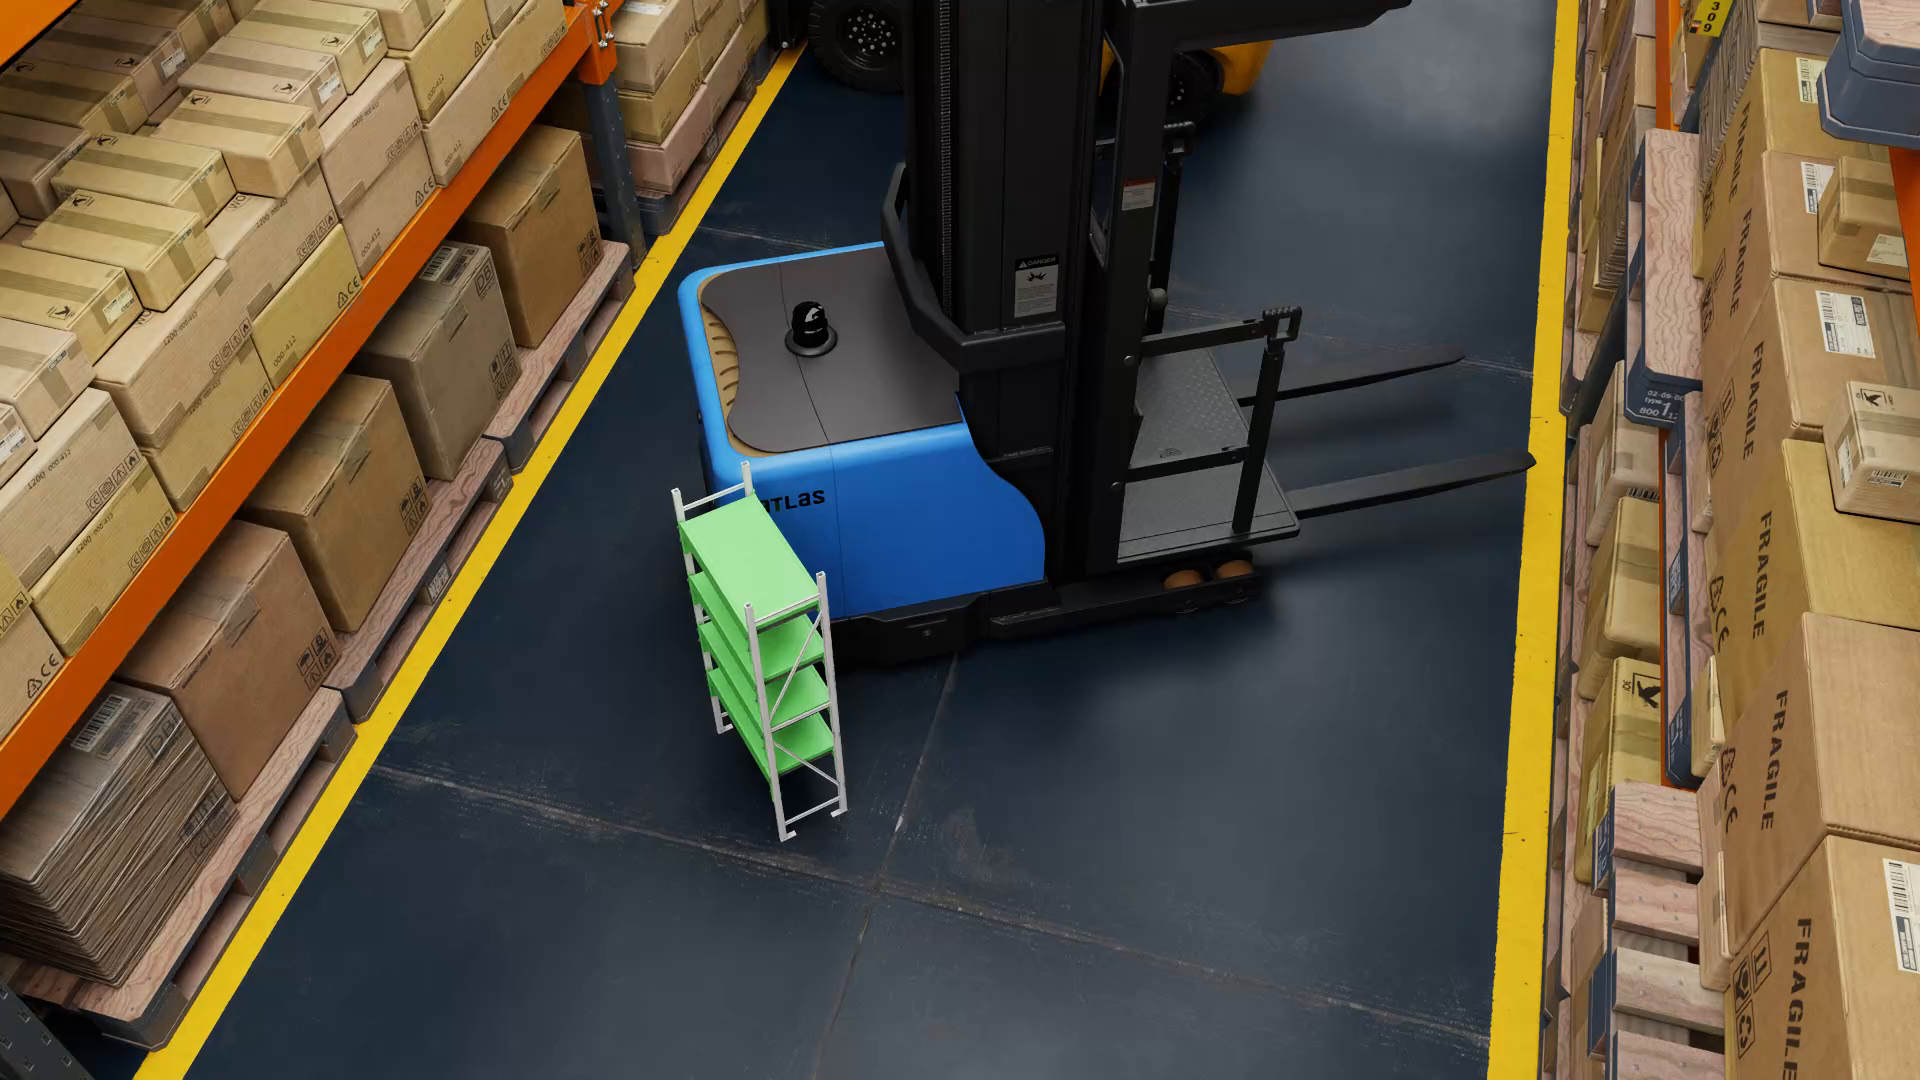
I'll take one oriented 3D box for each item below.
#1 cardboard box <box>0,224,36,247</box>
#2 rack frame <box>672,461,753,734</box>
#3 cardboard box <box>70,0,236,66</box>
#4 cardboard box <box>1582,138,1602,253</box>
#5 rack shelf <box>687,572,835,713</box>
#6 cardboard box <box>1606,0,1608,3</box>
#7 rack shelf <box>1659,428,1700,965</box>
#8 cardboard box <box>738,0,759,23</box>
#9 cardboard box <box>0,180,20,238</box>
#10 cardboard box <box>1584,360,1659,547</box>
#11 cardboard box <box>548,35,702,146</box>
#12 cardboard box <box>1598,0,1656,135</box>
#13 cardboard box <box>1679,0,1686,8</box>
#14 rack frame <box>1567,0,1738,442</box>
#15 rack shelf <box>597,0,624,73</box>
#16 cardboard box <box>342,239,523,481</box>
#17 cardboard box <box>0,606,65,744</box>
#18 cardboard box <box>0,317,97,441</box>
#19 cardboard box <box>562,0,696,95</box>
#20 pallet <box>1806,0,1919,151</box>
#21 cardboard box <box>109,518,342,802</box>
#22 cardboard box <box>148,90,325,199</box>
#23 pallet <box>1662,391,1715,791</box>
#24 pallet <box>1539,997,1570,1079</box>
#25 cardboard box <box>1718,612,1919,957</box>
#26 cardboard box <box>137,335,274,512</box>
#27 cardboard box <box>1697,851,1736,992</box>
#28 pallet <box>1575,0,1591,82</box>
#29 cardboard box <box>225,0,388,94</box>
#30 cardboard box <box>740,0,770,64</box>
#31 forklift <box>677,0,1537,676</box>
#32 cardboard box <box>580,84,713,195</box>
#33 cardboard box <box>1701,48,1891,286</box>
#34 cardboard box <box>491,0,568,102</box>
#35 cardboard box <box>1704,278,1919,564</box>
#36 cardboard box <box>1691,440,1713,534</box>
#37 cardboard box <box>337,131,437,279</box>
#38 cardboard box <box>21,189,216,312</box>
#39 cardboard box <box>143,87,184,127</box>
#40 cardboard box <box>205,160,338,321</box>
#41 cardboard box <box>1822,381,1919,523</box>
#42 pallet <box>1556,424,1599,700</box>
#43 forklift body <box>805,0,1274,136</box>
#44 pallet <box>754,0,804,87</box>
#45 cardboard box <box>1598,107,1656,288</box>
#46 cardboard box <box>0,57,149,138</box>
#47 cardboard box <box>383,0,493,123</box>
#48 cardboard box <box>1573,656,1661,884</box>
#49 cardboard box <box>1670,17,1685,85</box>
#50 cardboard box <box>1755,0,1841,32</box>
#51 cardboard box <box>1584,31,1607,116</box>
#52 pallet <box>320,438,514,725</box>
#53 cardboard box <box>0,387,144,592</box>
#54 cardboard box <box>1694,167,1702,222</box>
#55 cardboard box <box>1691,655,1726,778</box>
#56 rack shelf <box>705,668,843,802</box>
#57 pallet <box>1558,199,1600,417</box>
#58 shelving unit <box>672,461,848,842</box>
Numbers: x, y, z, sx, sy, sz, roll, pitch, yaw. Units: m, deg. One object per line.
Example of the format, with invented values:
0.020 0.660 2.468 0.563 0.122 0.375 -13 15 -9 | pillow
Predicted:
-2.818 -0.646 4.586 0.500 0.250 0.500 11 50 10 | cardboard box
-0.721 0.215 5.260 0.240 1.200 0.015 -23 53 -19 | rack frame
-2.508 -1.620 5.180 0.380 0.149 0.250 12 50 10 | cardboard box
2.933 -1.432 7.067 0.500 0.250 0.500 10 49 9 | cardboard box
-0.599 0.257 4.988 0.258 0.148 0.480 -23 53 -19 | rack shelf
3.341 -2.781 7.757 0.500 0.500 0.500 10 49 9 | cardboard box
2.380 0.349 4.421 1.077 0.370 4.000 12 50 10 | rack shelf
-1.184 -2.722 7.872 0.500 0.250 0.500 11 50 10 | cardboard box
-2.831 -0.890 4.536 0.380 0.149 0.250 11 49 9 | cardboard box
2.771 -0.225 5.920 0.950 0.372 0.625 12 50 11 | cardboard box
-1.458 -1.996 7.231 0.500 0.250 0.500 11 50 10 | cardboard box
3.069 -2.031 7.096 0.500 0.500 0.500 14 50 12 | cardboard box
2.912 -2.211 5.936 0.500 0.500 0.500 13 50 11 | cardboard box
2.906 -1.335 5.428 1.000 3.000 0.127 12 50 10 | rack frame
-1.357 -3.521 7.836 1.077 0.370 4.000 12 50 10 | rack shelf
-2.221 -0.726 6.194 0.875 0.625 0.625 11 50 10 | cardboard box
-2.583 0.358 4.033 0.500 0.250 0.500 12 50 10 | cardboard box
-2.399 -0.415 4.116 0.380 0.149 0.250 12 50 10 | cardboard box
-1.453 -2.160 7.043 0.500 0.250 0.500 11 49 9 | cardboard box
2.371 -1.089 3.335 1.213 0.211 1.003 12 50 10 | pallet
-2.594 0.305 5.284 0.875 0.625 0.625 13 50 11 | cardboard box
-2.062 -1.132 4.749 0.380 0.149 0.250 10 49 9 | cardboard box
2.335 0.182 4.217 1.003 0.211 1.213 12 50 10 | pallet
2.061 1.916 4.418 1.003 0.211 1.213 12 50 10 | pallet
1.831 0.528 3.238 0.500 0.500 0.500 11 49 9 | cardboard box
-2.317 -0.379 4.684 0.500 0.250 0.500 10 49 9 | cardboard box
1.737 0.819 3.414 0.380 0.149 0.250 11 50 10 | cardboard box
3.691 -2.670 8.466 1.003 0.211 1.213 12 50 10 | pallet
-1.995 -1.519 5.090 0.380 0.149 0.250 10 49 9 | cardboard box
-1.198 -2.571 8.072 0.500 0.250 0.500 12 50 11 | cardboard box
0.605 -1.081 5.249 3.031 2.935 1.130 -10 49 -9 | forklift
-1.436 -1.826 7.415 0.500 0.250 0.500 12 50 10 | cardboard box
2.375 -0.961 4.552 0.500 0.500 0.500 12 50 10 | cardboard box
-1.763 -1.846 5.979 0.500 0.250 0.500 13 50 11 | cardboard box
2.107 -0.232 3.909 0.500 0.500 0.500 10 49 8 | cardboard box
2.086 -0.116 4.240 0.380 0.149 0.250 13 50 11 | cardboard box
-2.051 -1.129 5.345 0.500 0.250 0.500 12 50 10 | cardboard box
-2.238 -0.775 4.434 0.380 0.149 0.250 13 50 11 | cardboard box
-2.552 -1.381 5.235 0.500 0.250 0.500 10 49 9 | cardboard box
-2.185 -0.919 4.827 0.500 0.250 0.500 12 50 11 | cardboard box
2.012 -0.166 3.418 0.380 0.149 0.250 9 49 8 | cardboard box
2.703 0.151 5.976 1.003 0.211 1.213 12 50 10 | pallet
0.431 -3.193 7.633 2.313 2.155 1.214 12 50 10 | forklift body
-1.314 -2.842 8.617 1.003 0.211 1.213 12 50 10 | pallet
2.803 -1.293 6.445 0.500 0.500 0.500 11 49 10 | cardboard box
-2.629 -1.254 4.857 0.380 0.149 0.250 12 50 10 | cardboard box
-1.894 -1.649 5.471 0.500 0.250 0.500 10 49 9 | cardboard box
2.404 0.799 5.017 0.950 0.372 0.625 13 50 11 | cardboard box
2.756 -1.727 5.941 0.380 0.149 0.250 13 50 11 | cardboard box
2.441 -1.550 4.640 0.380 0.149 0.250 11 50 10 | cardboard box
3.207 -2.164 7.713 0.500 0.250 0.500 15 50 13 | cardboard box
-2.359 0.036 6.077 1.003 0.211 1.213 12 50 10 | pallet
-2.451 -0.169 4.165 0.500 0.250 0.500 13 50 11 | cardboard box
2.456 -1.054 5.067 0.380 0.149 0.250 12 50 11 | cardboard box
1.870 0.437 3.751 0.380 0.149 0.250 12 50 11 | cardboard box
-0.599 0.575 5.348 0.258 0.148 0.480 -23 53 -19 | rack shelf
3.049 -0.905 6.908 1.003 0.211 1.213 12 50 10 | pallet
-0.599 0.374 5.120 0.258 1.200 0.503 -23 53 -19 | shelving unit
